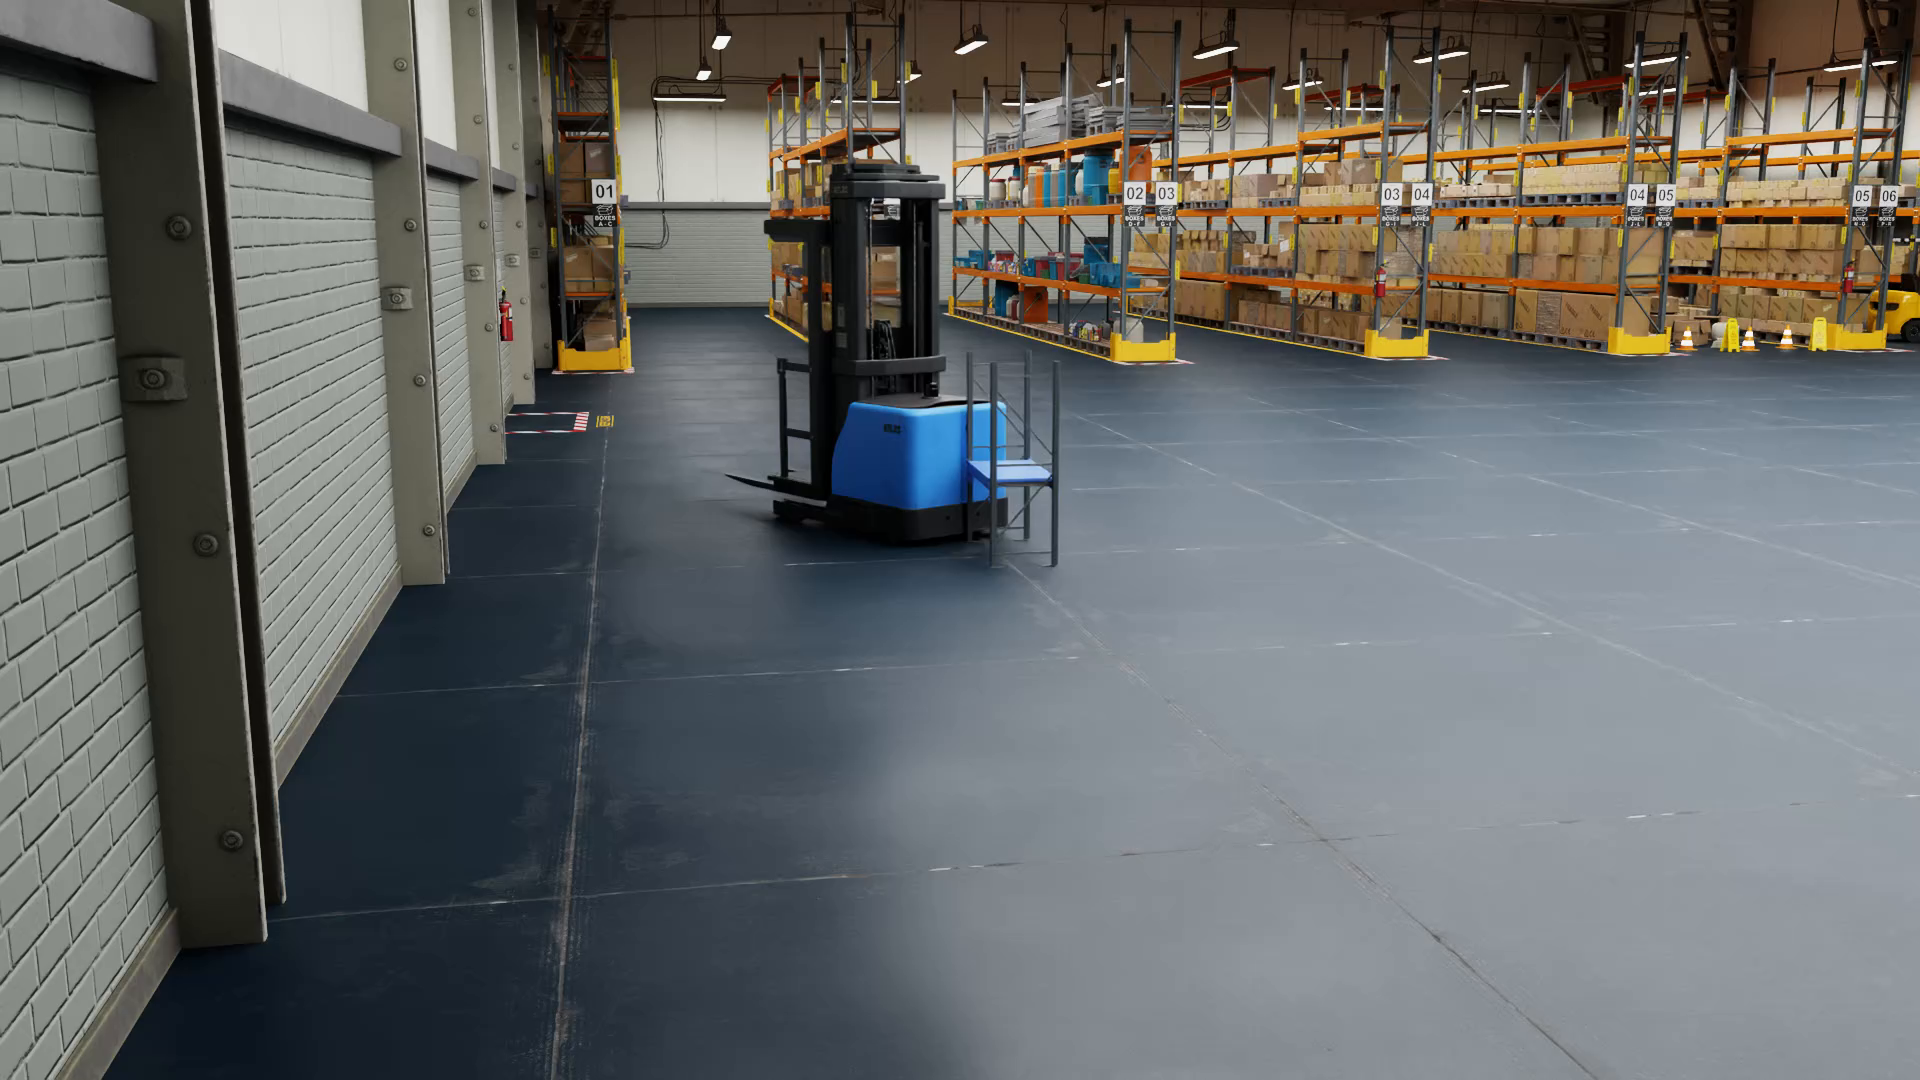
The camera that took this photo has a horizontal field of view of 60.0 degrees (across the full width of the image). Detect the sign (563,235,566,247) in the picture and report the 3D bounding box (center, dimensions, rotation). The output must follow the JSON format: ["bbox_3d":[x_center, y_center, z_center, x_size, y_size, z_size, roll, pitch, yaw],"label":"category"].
[{"bbox_3d":[-7.627,-5.685,31.948,0.100,0.325,0.005,-2,11,-11],"label":"sign"}]

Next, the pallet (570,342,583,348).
[{"bbox_3d":[-6.918,-3.646,31.786,1.003,0.211,1.213,-2,11,-11],"label":"pallet"}]

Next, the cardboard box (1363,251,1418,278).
[{"bbox_3d":[8.191,-5.241,31.648,0.875,0.500,0.500,-2,11,-11],"label":"cardboard box"}]

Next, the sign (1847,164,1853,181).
[{"bbox_3d":[17.444,-7.197,32.594,0.100,0.325,0.005,-2,11,-11],"label":"sign"}]

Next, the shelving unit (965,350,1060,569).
[{"bbox_3d":[0.384,-0.631,12.501,0.538,1.500,1.048,-2,11,-9],"label":"shelving unit"}]

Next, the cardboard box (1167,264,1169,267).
[{"bbox_3d":[5.557,-7.066,42.968,0.380,0.149,0.250,-2,11,-11],"label":"cardboard box"}]

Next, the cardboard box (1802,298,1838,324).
[{"bbox_3d":[17.581,-4.666,33.914,0.500,0.500,0.500,-2,11,-11],"label":"cardboard box"}]

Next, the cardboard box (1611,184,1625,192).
[{"bbox_3d":[12.759,-6.760,31.951,0.380,0.149,0.250,-2,11,-11],"label":"cardboard box"}]

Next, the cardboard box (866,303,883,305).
[{"bbox_3d":[-1.733,-4.281,31.893,0.500,0.500,0.500,-2,11,-11],"label":"cardboard box"}]

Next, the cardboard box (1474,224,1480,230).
[{"bbox_3d":[14.806,-8.878,47.141,0.380,0.149,0.250,-2,11,-13],"label":"cardboard box"}]

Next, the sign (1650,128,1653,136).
[{"bbox_3d":[20.297,-11.920,48.837,0.100,0.325,0.005,-2,11,-11],"label":"sign"}]

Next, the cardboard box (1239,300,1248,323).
[{"bbox_3d":[6.865,-5.277,38.410,0.700,0.500,0.500,-3,11,-14],"label":"cardboard box"}]

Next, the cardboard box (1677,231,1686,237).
[{"bbox_3d":[16.680,-7.010,38.084,0.380,0.149,0.250,-3,11,-13],"label":"cardboard box"}]

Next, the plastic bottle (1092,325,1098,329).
[{"bbox_3d":[2.645,-4.110,32.876,0.152,0.276,0.135,-2,11,-11],"label":"plastic bottle"}]

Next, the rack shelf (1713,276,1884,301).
[{"bbox_3d":[17.603,-5.318,35.038,1.077,0.370,4.000,-2,11,-11],"label":"rack shelf"}]

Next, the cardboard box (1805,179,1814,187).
[{"bbox_3d":[17.517,-7.286,33.971,0.380,0.149,0.250,-2,11,-11],"label":"cardboard box"}]

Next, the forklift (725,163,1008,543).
[{"bbox_3d":[-0.933,-1.639,13.966,1.130,2.935,3.031,-9,14,-38],"label":"forklift"}]

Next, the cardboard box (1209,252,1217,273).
[{"bbox_3d":[6.285,-6.634,39.759,0.500,0.500,0.500,-2,11,-12],"label":"cardboard box"}]

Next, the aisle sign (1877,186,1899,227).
[{"bbox_3d":[18.308,-6.581,32.800,0.394,0.787,0.004,-2,11,-11],"label":"aisle sign"}]

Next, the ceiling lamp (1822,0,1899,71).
[{"bbox_3d":[19.953,-11.929,36.190,0.800,3.185,2.000,-2,11,-11],"label":"ceiling lamp"}]

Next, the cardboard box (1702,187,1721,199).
[{"bbox_3d":[16.959,-7.746,37.128,0.500,0.250,0.500,-2,11,-12],"label":"cardboard box"}]

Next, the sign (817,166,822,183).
[{"bbox_3d":[-2.755,-7.179,32.644,0.100,0.325,0.005,-2,11,-11],"label":"sign"}]

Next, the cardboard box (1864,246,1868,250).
[{"bbox_3d":[21.521,-6.875,39.292,0.380,0.149,0.250,-2,11,-11],"label":"cardboard box"}]

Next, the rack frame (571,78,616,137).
[{"bbox_3d":[-8.639,-9.552,39.313,1.000,3.000,0.127,-2,11,-11],"label":"rack frame"}]

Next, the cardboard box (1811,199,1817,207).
[{"bbox_3d":[17.566,-6.853,33.830,0.380,0.149,0.250,-2,11,-11],"label":"cardboard box"}]

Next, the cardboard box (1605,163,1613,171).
[{"bbox_3d":[12.711,-7.199,32.121,0.380,0.149,0.250,-2,11,-11],"label":"cardboard box"}]

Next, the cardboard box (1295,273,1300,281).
[{"bbox_3d":[7.240,-5.504,34.763,0.380,0.149,0.250,-2,11,-11],"label":"cardboard box"}]

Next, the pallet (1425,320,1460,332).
[{"bbox_3d":[11.680,-5.056,39.196,1.003,0.211,1.213,-2,11,-11],"label":"pallet"}]

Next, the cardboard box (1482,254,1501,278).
[{"bbox_3d":[11.916,-6.067,36.784,0.500,0.500,0.500,-2,11,-12],"label":"cardboard box"}]

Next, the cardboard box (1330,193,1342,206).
[{"bbox_3d":[7.634,-6.701,32.759,0.500,0.250,0.500,-2,11,-12],"label":"cardboard box"}]

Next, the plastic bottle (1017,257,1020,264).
[{"bbox_3d":[1.473,-6.745,40.743,0.144,0.351,0.185,-2,11,-11],"label":"plastic bottle"}]

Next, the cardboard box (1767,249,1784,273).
[{"bbox_3d":[17.350,-5.867,34.935,0.500,0.500,0.500,-2,11,-10],"label":"cardboard box"}]

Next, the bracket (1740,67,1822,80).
[{"bbox_3d":[21.512,-11.998,42.538,0.076,0.066,4.783,-2,11,-11],"label":"bracket"}]

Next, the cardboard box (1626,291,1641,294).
[{"bbox_3d":[16.383,-6.064,41.593,0.875,0.875,0.875,-2,11,-12],"label":"cardboard box"}]

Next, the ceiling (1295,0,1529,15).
[{"bbox_3d":[13.914,-16.086,49.575,6.000,0.001,6.000,-2,11,-11],"label":"ceiling"}]

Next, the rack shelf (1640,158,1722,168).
[{"bbox_3d":[20.137,-10.645,46.993,1.077,0.370,4.000,-2,11,-11],"label":"rack shelf"}]

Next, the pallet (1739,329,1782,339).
[{"bbox_3d":[17.379,-4.546,36.518,1.003,0.211,1.213,-2,11,-11],"label":"pallet"}]

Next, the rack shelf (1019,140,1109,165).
[{"bbox_3d":[2.246,-8.262,35.529,1.077,0.370,4.000,-2,11,-11],"label":"rack shelf"}]

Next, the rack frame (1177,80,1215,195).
[{"bbox_3d":[5.937,-10.092,42.153,1.000,3.000,0.127,-2,11,-11],"label":"rack frame"}]

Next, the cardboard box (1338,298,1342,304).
[{"bbox_3d":[10.315,-6.403,44.519,0.380,0.149,0.250,-3,11,-13],"label":"cardboard box"}]

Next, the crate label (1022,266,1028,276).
[{"bbox_3d":[1.571,-6.058,37.451,0.303,0.233,0.416,-2,11,-11],"label":"crate label"}]

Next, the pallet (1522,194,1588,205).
[{"bbox_3d":[12.527,-7.119,34.792,1.003,0.211,1.213,-2,11,-11],"label":"pallet"}]

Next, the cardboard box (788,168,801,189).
[{"bbox_3d":[-3.912,-8.887,40.902,0.700,0.500,0.500,-2,11,-11],"label":"cardboard box"}]

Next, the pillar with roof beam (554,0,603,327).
[{"bbox_3d":[-5.401,-9.805,40.645,9.100,9.000,0.548,-2,11,-11],"label":"pillar with roof beam"}]

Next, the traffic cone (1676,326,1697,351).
[{"bbox_3d":[14.446,-4.009,33.021,0.336,0.463,0.334,-2,11,-11],"label":"traffic cone"}]

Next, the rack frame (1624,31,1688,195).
[{"bbox_3d":[13.156,-8.053,31.440,1.000,3.000,0.127,-2,11,-11],"label":"rack frame"}]

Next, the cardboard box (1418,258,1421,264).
[{"bbox_3d":[11.054,-6.730,40.081,0.380,0.149,0.250,-2,11,-10],"label":"cardboard box"}]

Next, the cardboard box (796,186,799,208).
[{"bbox_3d":[-3.220,-7.747,37.586,0.910,0.500,0.500,-2,11,-11],"label":"cardboard box"}]

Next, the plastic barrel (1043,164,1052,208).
[{"bbox_3d":[2.069,-7.543,35.440,0.600,0.901,0.708,-2,11,-11],"label":"plastic barrel"}]

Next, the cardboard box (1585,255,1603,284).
[{"bbox_3d":[12.911,-5.346,32.861,0.875,0.550,0.550,-2,11,-11],"label":"cardboard box"}]

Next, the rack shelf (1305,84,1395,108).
[{"bbox_3d":[10.433,-11.900,44.687,1.077,0.370,4.000,-2,11,-11],"label":"rack shelf"}]

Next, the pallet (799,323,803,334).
[{"bbox_3d":[-3.111,-4.820,37.957,1.003,0.211,1.213,-2,11,-11],"label":"pallet"}]
